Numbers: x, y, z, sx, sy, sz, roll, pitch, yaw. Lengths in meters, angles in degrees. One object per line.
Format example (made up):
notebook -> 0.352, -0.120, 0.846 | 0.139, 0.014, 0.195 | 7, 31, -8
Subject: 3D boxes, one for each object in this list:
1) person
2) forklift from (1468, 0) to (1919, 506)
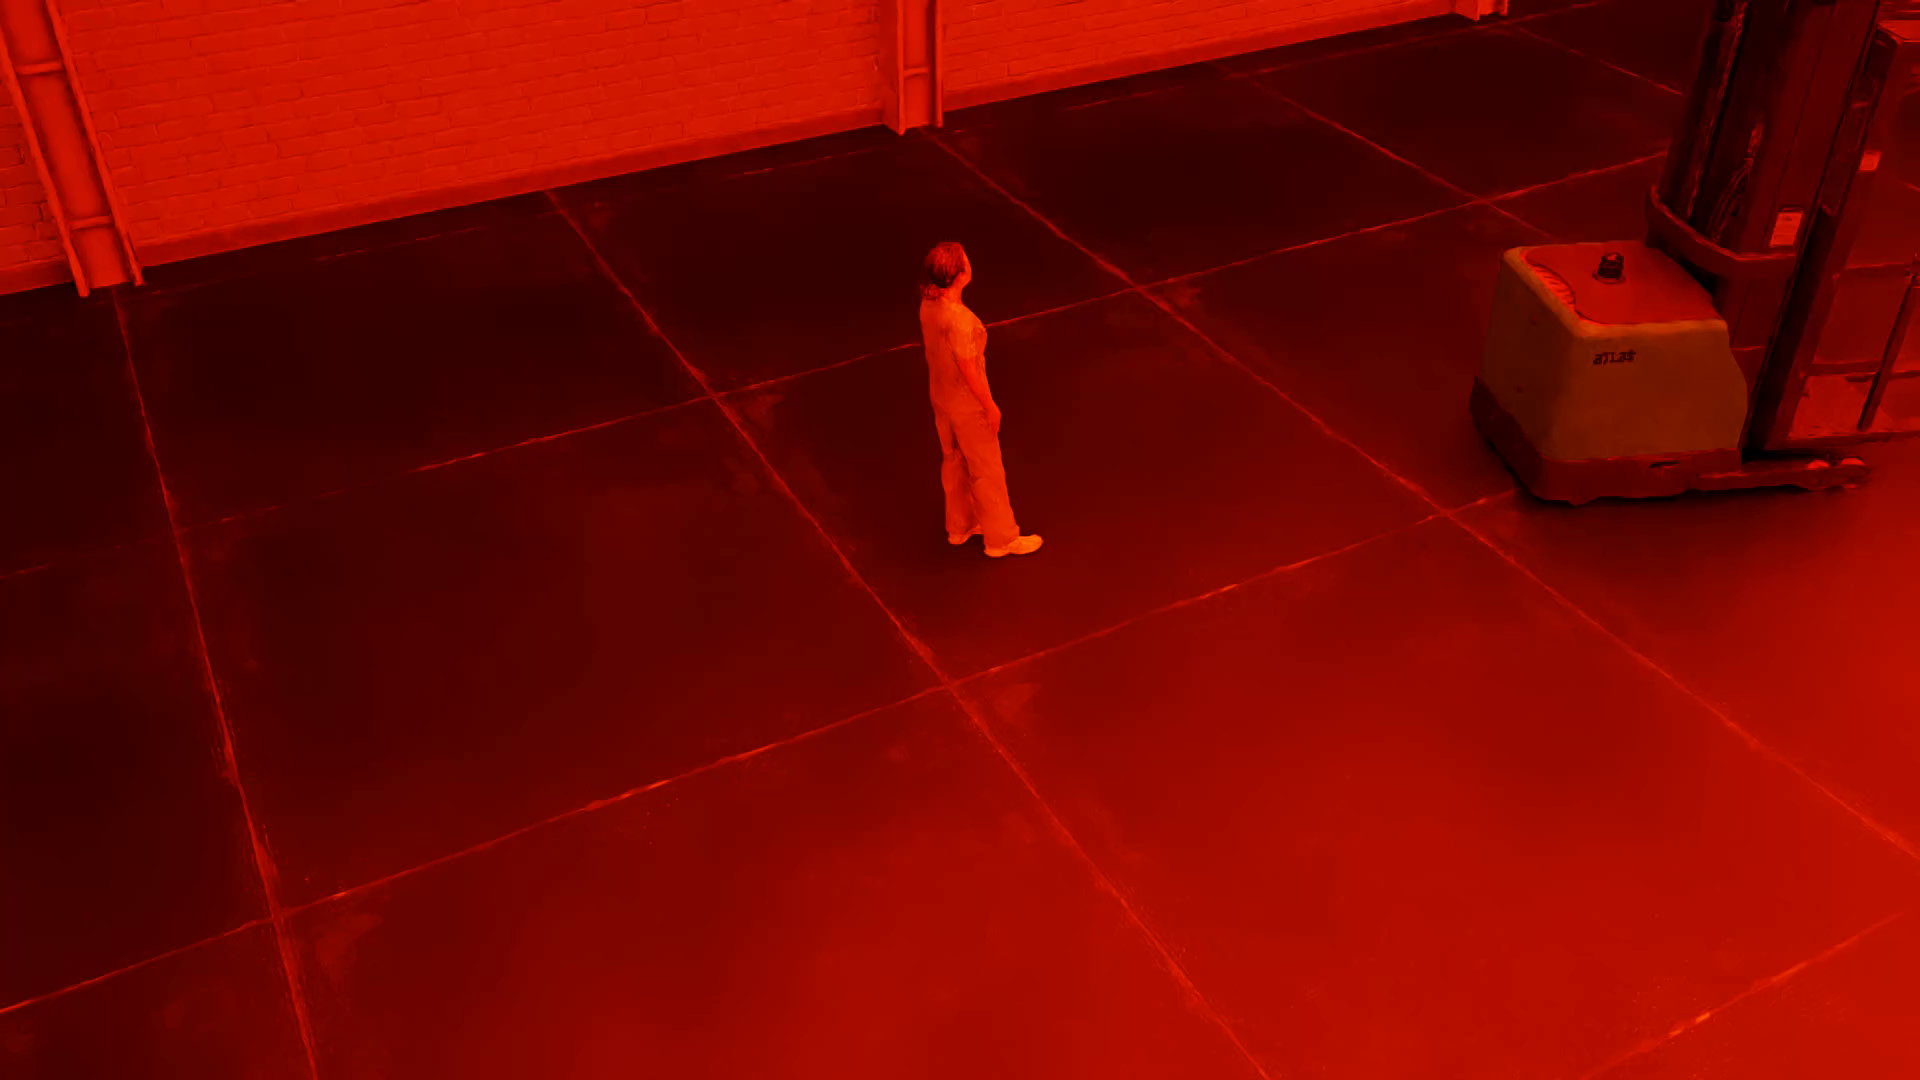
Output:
person -> 0.072, -0.703, 8.193 | 0.548, 1.674, 0.550 | -17, 39, -23
forklift -> 4.494, -1.761, 8.614 | 3.031, 2.935, 1.130 | -5, 36, -7
